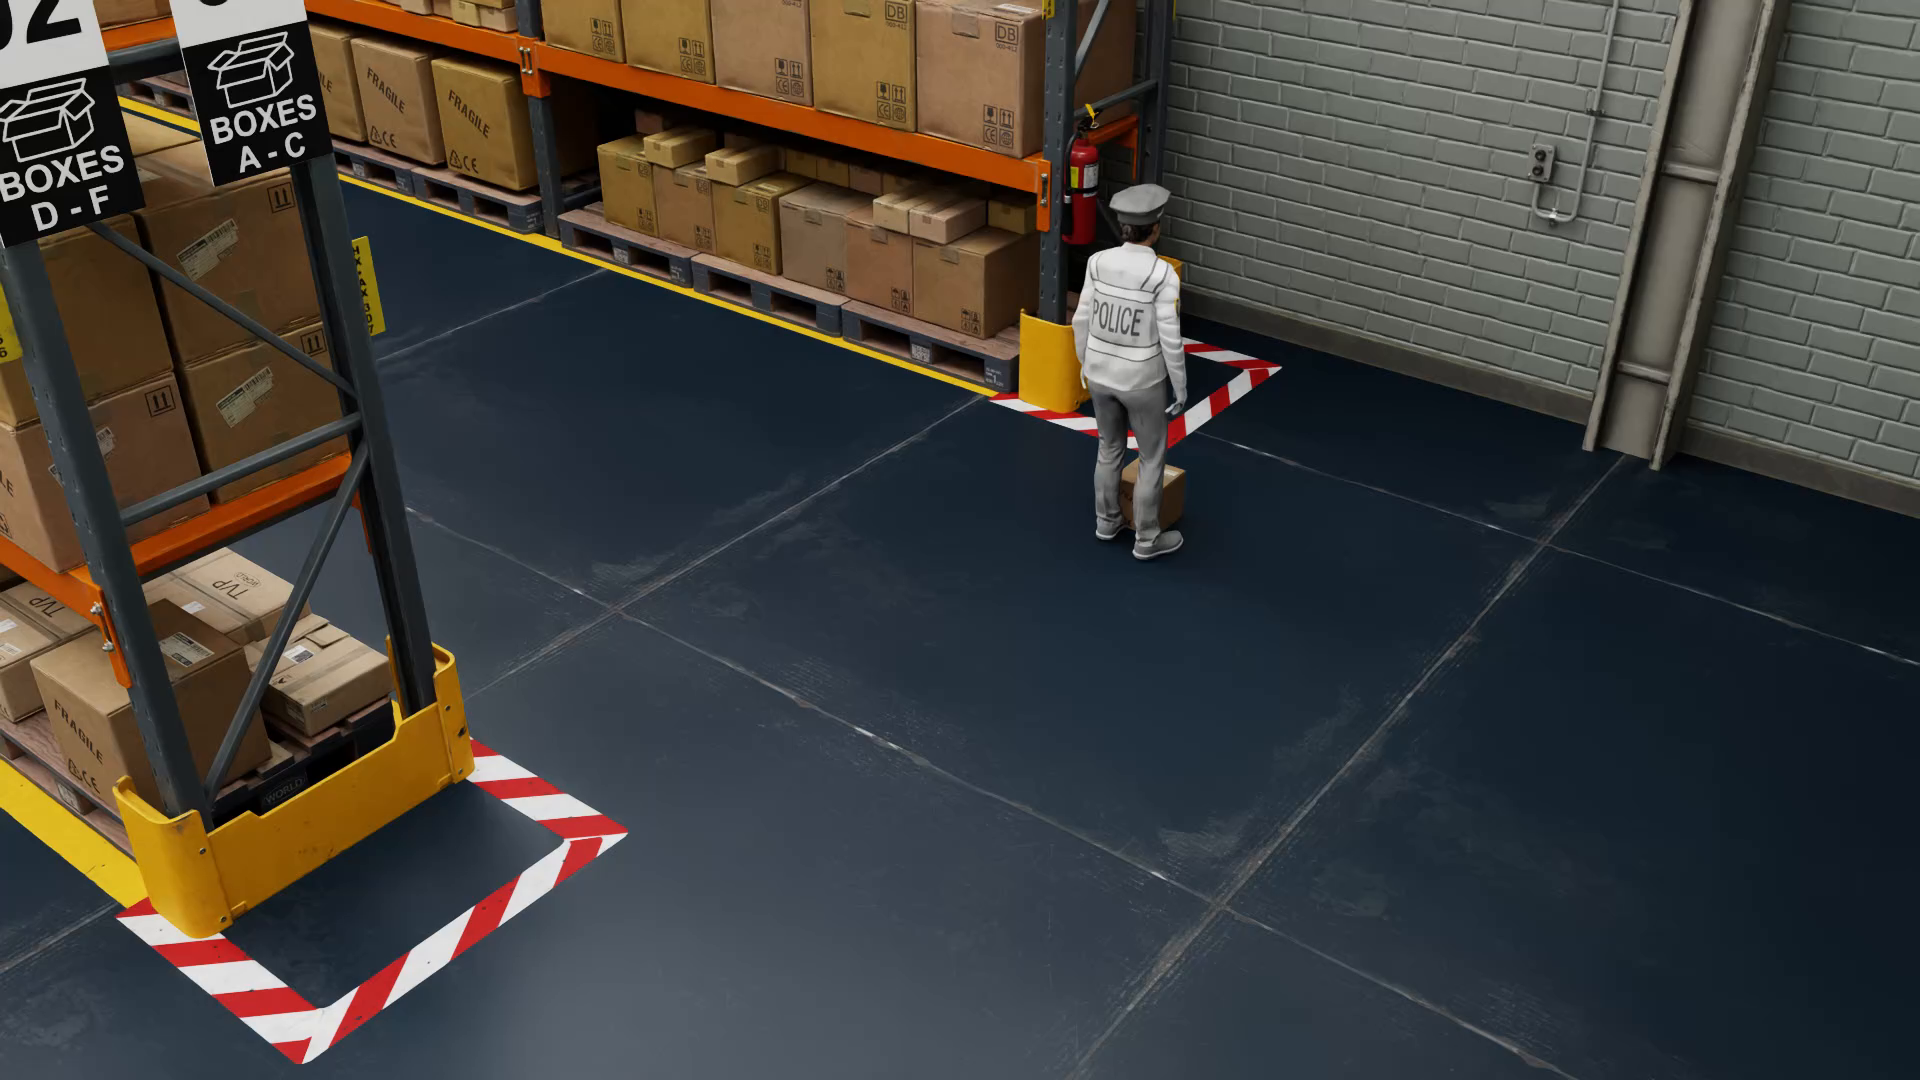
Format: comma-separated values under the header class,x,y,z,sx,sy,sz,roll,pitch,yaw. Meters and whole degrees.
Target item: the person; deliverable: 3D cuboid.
class,x,y,z,sx,sy,sz,roll,pitch,yaw
person,0.753,-0.720,7.323,0.542,1.665,0.406,20,36,29
